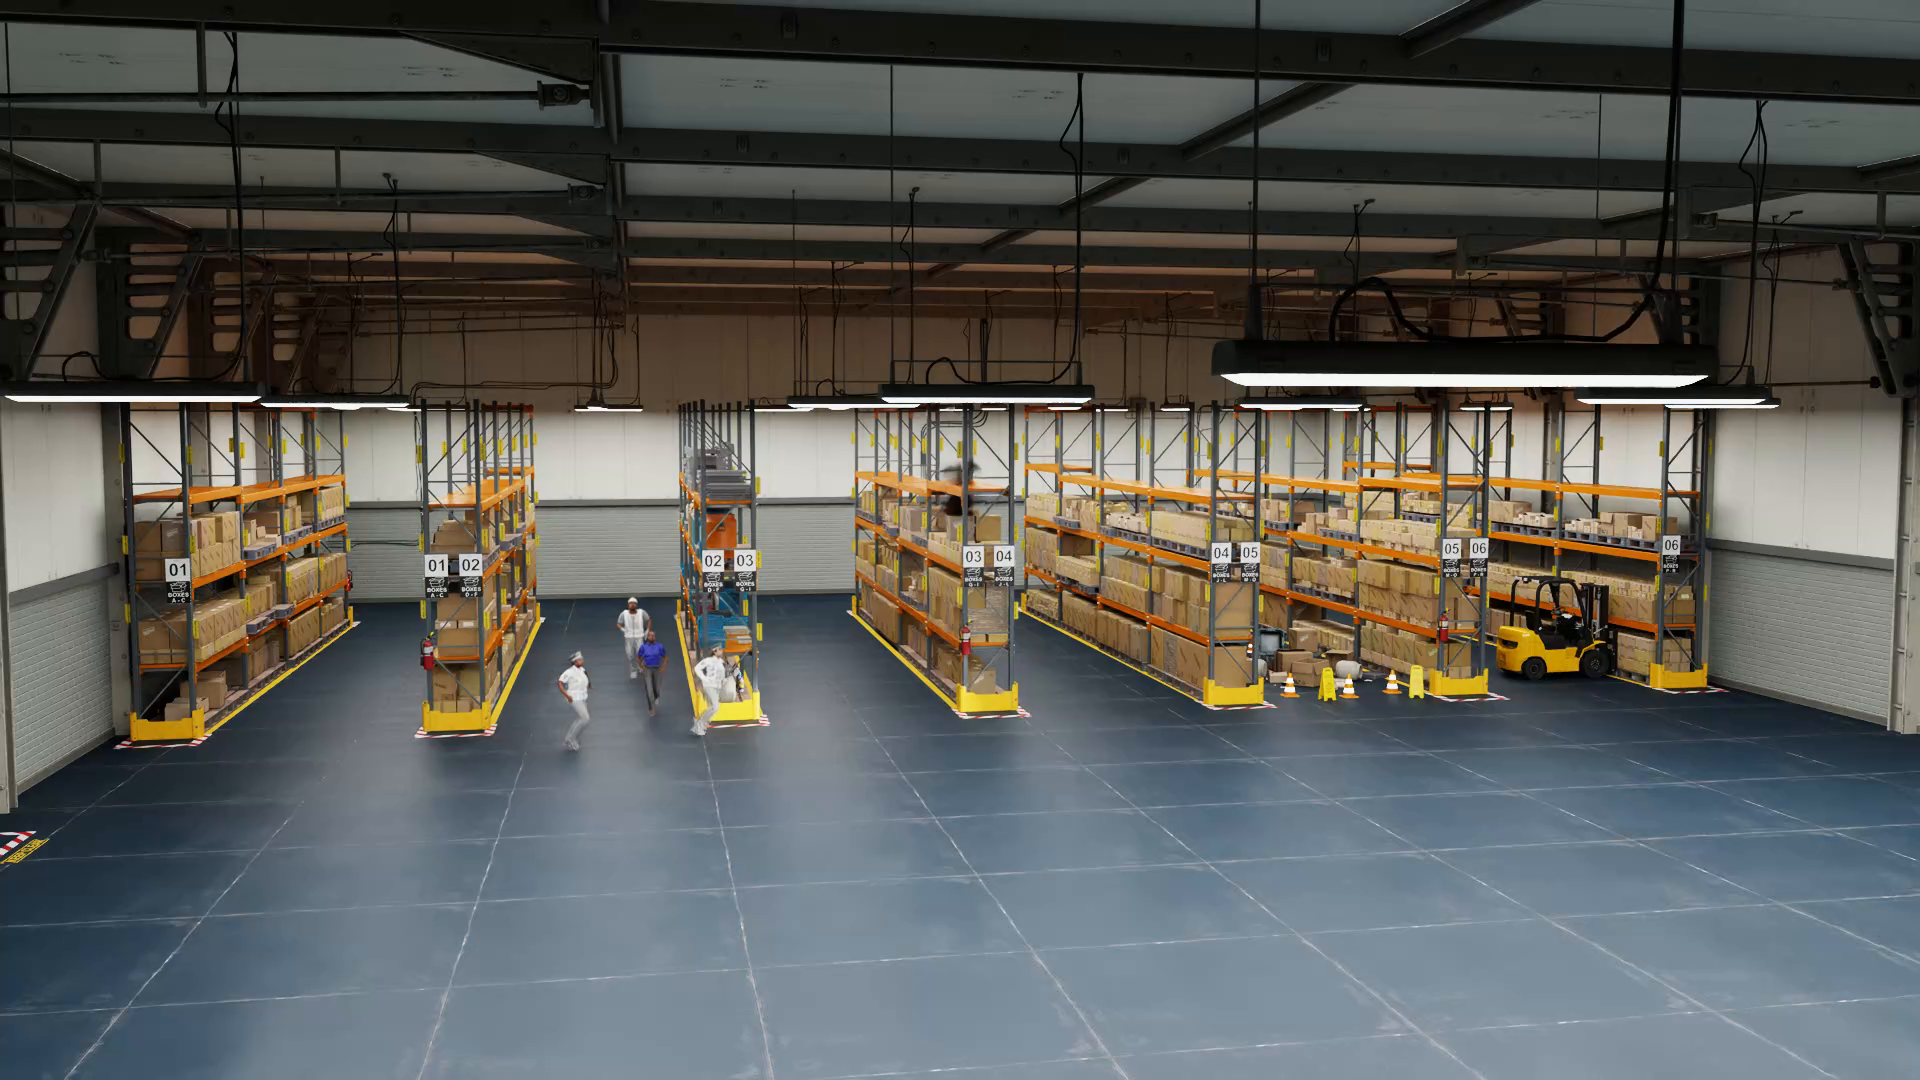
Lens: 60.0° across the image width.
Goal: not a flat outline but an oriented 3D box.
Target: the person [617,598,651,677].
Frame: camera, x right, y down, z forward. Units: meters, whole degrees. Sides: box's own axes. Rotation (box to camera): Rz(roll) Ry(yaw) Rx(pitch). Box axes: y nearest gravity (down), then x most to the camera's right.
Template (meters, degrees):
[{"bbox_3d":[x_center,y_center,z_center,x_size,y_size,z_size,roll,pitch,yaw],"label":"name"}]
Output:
[{"bbox_3d":[-7.077,2.123,36.087,0.738,1.744,0.567,-1,4,-9],"label":"person"}]

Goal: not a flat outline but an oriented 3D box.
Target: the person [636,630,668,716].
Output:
[{"bbox_3d":[-5.889,2.520,31.829,0.597,1.617,0.595,-1,4,-12],"label":"person"}]

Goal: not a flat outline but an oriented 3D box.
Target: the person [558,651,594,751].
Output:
[{"bbox_3d":[-6.521,2.738,28.384,0.587,1.694,0.634,1,5,19],"label":"person"}]

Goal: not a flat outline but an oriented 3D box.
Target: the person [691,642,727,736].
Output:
[{"bbox_3d":[-4.440,2.658,29.764,0.575,1.645,0.658,2,5,26],"label":"person"}]

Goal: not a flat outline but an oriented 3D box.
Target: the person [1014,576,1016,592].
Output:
[{"bbox_3d":[1.208,1.441,45.125,0.670,1.823,0.849,-1,4,-8],"label":"person"}]
